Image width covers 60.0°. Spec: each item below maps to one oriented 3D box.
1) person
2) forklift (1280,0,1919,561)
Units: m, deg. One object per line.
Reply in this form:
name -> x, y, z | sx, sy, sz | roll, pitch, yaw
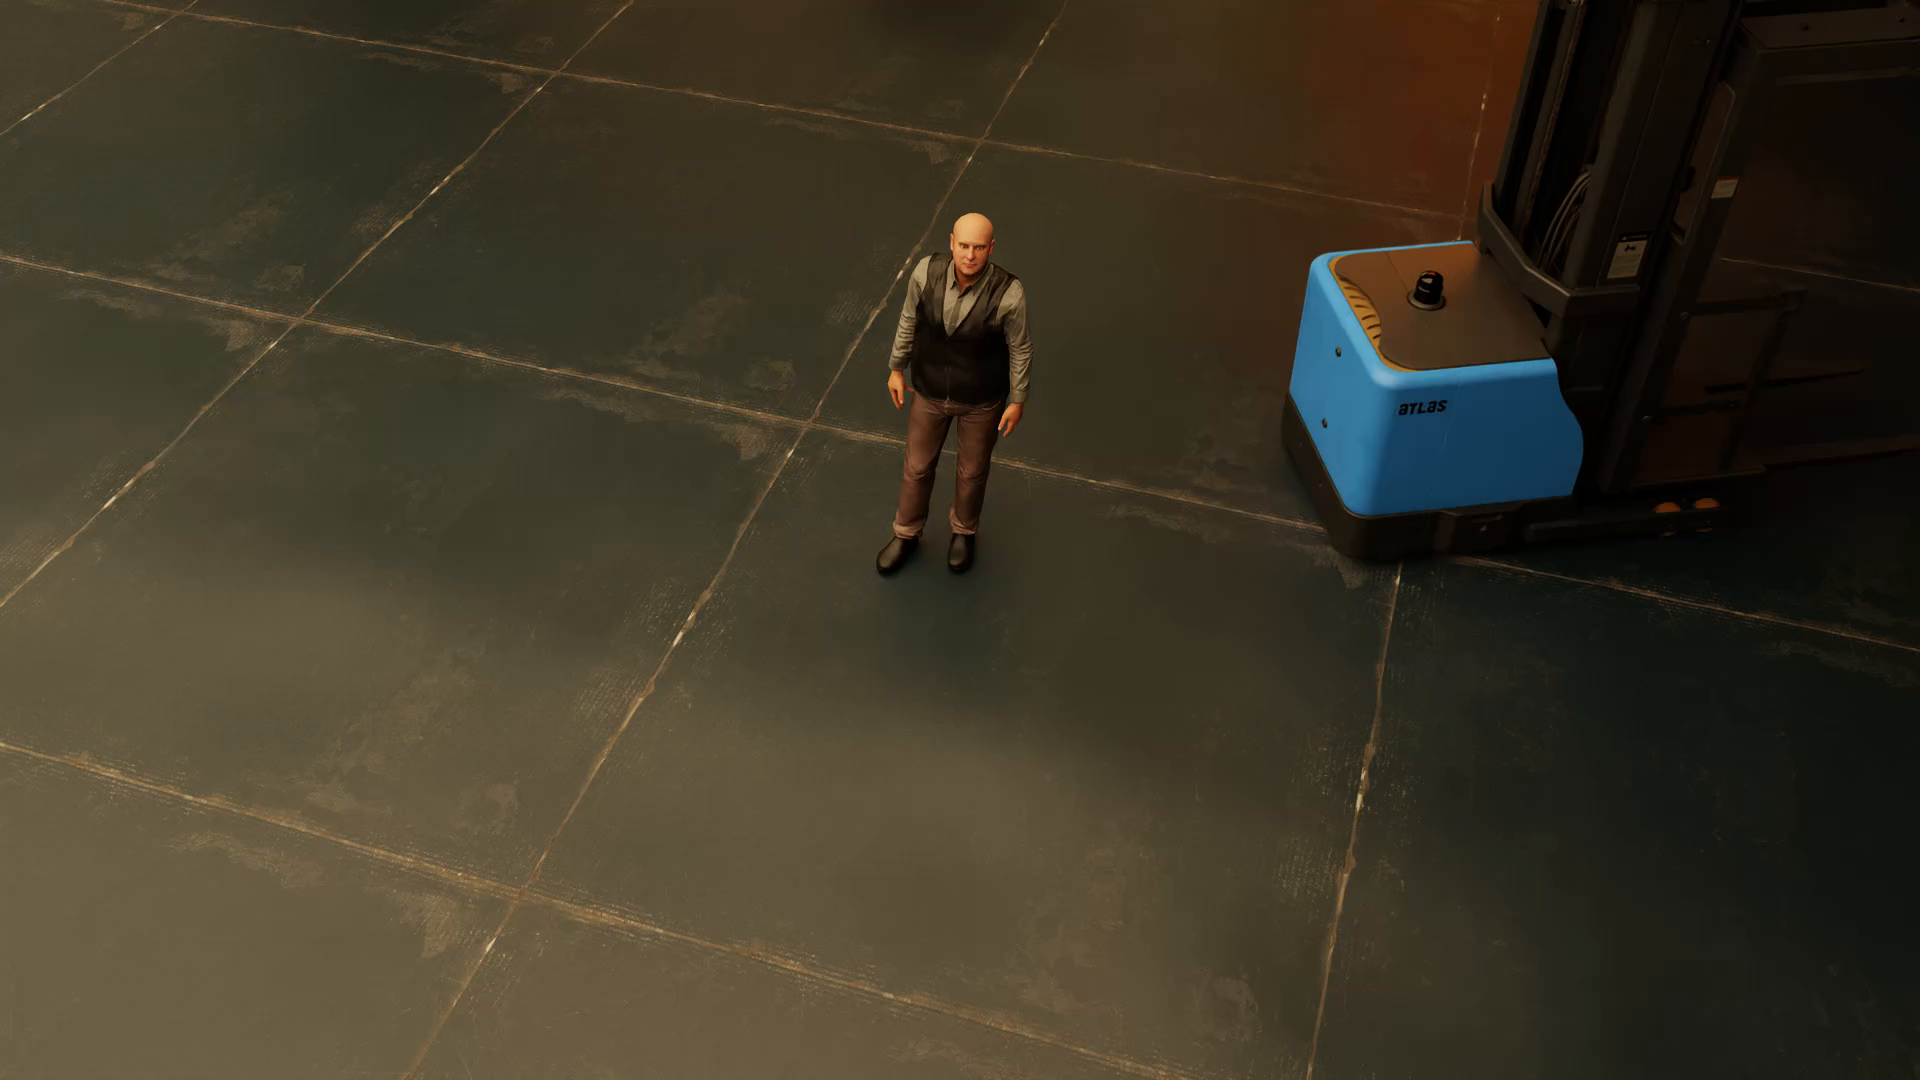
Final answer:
person -> -0.026, -0.596, 7.207 | 0.633, 1.722, 0.566 | 12, 44, 13
forklift -> 3.167, -1.443, 7.240 | 3.031, 2.935, 1.130 | -6, 43, -6
